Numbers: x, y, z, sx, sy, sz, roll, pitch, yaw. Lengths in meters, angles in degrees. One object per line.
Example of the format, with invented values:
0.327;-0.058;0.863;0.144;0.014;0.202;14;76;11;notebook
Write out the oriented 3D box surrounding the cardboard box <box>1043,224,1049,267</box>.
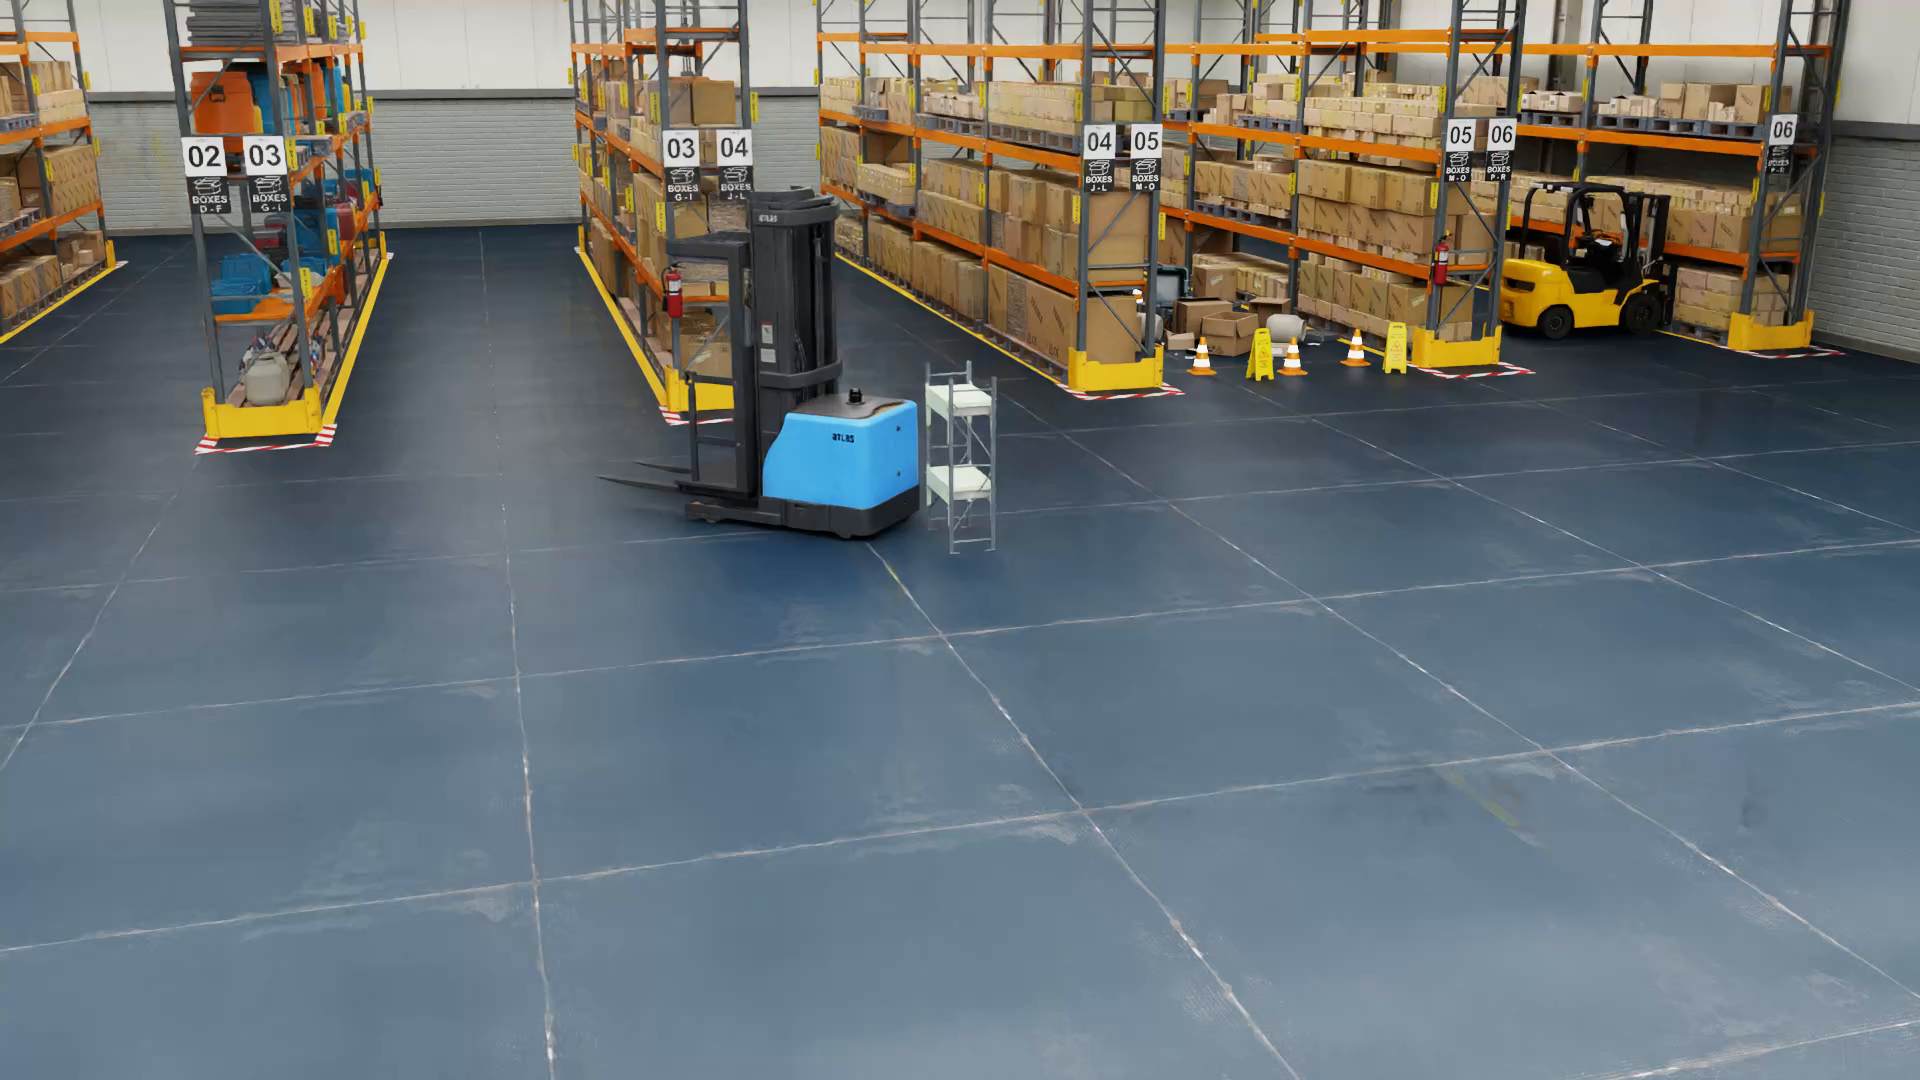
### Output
1.588;-3.852;21.800;0.875;0.550;0.550;-5;17;-15;cardboard box

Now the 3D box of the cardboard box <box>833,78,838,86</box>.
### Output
-2.311;-9.115;33.069;0.380;0.149;0.250;-4;17;-14;cardboard box

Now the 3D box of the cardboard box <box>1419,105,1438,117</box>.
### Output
6.260;-5.628;21.810;0.380;0.149;0.250;-4;17;-14;cardboard box

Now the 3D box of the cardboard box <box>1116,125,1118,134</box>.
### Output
2.082;-5.122;20.607;0.380;0.149;0.250;-5;17;-15;cardboard box

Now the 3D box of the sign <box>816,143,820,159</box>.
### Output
-2.980;-8.163;34.909;0.100;0.325;0.005;-5;17;-15;sign

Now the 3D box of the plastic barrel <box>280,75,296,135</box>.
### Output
-9.427;-5.878;22.722;0.600;0.901;0.708;-5;17;-15;plastic barrel

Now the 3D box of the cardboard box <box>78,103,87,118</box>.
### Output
-16.386;-7.889;30.546;0.500;0.250;0.500;-5;17;-15;cardboard box

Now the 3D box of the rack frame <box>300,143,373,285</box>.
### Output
-10.918;-5.929;28.977;1.000;3.000;0.127;-5;17;-15;rack frame

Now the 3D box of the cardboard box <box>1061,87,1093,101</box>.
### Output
1.453;-5.448;20.309;0.380;0.149;0.250;-5;17;-15;cardboard box

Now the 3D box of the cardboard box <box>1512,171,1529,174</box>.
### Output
9.851;-6.395;29.226;0.380;0.149;0.250;-5;17;-16;cardboard box

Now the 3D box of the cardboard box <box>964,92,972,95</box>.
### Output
0.316;-6.956;26.432;0.500;0.311;0.500;-5;17;-15;cardboard box

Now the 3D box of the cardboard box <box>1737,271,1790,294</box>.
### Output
11.492;-3.689;23.832;0.500;0.250;0.500;-5;17;-16;cardboard box

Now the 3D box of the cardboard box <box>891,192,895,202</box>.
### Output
-0.975;-5.899;28.584;0.380;0.149;0.250;-4;17;-14;cardboard box

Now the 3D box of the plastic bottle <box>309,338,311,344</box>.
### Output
-8.404;-2.492;21.373;0.144;0.351;0.185;-5;17;-15;plastic bottle

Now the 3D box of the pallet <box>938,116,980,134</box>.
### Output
0.279;-6.442;25.797;1.003;0.211;1.213;-4;17;-13;pallet

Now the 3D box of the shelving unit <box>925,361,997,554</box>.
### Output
0.002;-0.716;14.230;0.431;1.500;0.755;-5;17;-15;shelving unit

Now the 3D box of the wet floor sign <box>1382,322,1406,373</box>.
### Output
5.694;-2.520;21.721;0.267;0.644;0.232;1;17;4;wet floor sign

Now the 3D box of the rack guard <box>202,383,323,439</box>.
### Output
-7.686;-1.430;18.344;1.175;0.500;0.348;-5;17;-15;rack guard

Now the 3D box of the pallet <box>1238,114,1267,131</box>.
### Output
5.216;-6.704;26.668;1.213;0.211;1.003;-5;17;-15;pallet

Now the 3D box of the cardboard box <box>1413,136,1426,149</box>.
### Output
6.204;-5.244;21.918;0.380;0.149;0.250;-5;17;-15;cardboard box

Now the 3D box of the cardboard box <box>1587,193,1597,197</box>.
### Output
10.178;-5.534;26.361;0.380;0.149;0.250;-5;17;-16;cardboard box

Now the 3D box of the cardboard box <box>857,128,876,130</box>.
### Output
-1.802;-8.070;33.676;0.500;0.500;0.500;-4;17;-12;cardboard box

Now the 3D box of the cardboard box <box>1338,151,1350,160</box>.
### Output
8.062;-7.595;33.619;0.700;0.500;0.500;-4;17;-14;cardboard box

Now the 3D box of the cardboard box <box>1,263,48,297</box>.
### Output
-15.005;-4.162;26.674;0.500;0.500;0.500;-4;17;-15;cardboard box

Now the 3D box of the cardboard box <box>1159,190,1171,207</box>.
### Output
3.928;-6.185;30.090;0.500;0.250;0.500;-4;17;-14;cardboard box

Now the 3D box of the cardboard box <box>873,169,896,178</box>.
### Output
-1.336;-6.548;29.709;0.380;0.149;0.250;-4;17;-13;cardboard box

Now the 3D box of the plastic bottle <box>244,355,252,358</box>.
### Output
-8.627;-2.100;20.198;0.152;0.276;0.135;-5;17;-17;plastic bottle

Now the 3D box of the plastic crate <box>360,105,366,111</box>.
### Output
-11.472;-8.120;31.426;0.450;0.188;0.336;-5;17;-15;plastic crate

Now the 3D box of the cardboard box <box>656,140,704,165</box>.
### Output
-3.235;-4.479;19.197;0.500;0.250;0.500;-4;17;-14;cardboard box

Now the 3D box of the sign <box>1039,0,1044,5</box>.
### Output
1.738;-11.565;35.411;0.100;0.325;0.005;-5;17;-15;sign

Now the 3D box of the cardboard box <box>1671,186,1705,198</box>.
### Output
10.694;-5.107;24.421;0.380;0.149;0.250;-4;17;-14;cardboard box

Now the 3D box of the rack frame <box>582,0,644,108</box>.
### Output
-6.156;-9.194;29.417;1.000;3.000;0.127;-5;17;-15;rack frame

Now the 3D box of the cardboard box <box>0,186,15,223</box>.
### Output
-14.931;-5.115;25.361;0.700;0.500;0.500;-1;17;-5;cardboard box

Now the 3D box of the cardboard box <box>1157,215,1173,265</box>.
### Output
4.121;-5.626;30.931;0.875;0.875;0.875;-4;17;-15;cardboard box

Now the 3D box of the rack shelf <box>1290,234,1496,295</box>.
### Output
6.121;-3.994;23.784;1.077;0.370;4.000;-5;17;-15;rack shelf

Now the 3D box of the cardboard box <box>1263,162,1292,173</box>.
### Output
5.025;-5.893;26.308;0.380;0.149;0.250;-5;17;-17;cardboard box

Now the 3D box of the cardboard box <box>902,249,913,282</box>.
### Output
-0.692;-4.744;28.646;0.500;0.500;0.500;-5;17;-16;cardboard box

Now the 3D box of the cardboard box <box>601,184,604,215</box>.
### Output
-5.846;-5.802;28.378;0.500;0.500;0.500;-4;17;-14;cardboard box

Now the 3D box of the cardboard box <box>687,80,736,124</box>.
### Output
-3.006;-5.300;20.108;0.500;0.500;0.500;-5;17;-15;cardboard box

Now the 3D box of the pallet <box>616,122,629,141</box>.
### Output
-4.312;-5.920;24.060;1.213;0.211;1.003;-5;17;-15;pallet

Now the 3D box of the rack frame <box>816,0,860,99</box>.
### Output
-2.458;-10.665;34.313;1.000;3.000;0.127;-5;17;-15;rack frame

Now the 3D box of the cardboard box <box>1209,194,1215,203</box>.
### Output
4.459;-5.814;28.299;0.380;0.149;0.250;-6;18;-19;cardboard box

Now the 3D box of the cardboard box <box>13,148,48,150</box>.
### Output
-16.629;-6.745;29.782;0.500;0.500;0.500;-4;17;-14;cardboard box

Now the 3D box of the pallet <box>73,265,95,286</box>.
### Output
-16.208;-4.731;29.836;1.003;0.211;1.213;-5;17;-15;pallet

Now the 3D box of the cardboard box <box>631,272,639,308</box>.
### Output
-4.688;-3.892;25.774;0.700;0.500;0.500;-6;18;-20;cardboard box

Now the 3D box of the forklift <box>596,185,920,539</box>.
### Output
-1.922;-1.685;14.966;3.031;2.935;1.130;8;18;25;forklift

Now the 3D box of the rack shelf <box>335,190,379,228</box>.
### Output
-11.467;-6.138;30.922;1.077;0.370;4.000;-5;17;-15;rack shelf

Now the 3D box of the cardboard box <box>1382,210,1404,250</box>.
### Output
6.123;-4.243;22.671;0.500;0.500;0.500;-5;17;-15;cardboard box

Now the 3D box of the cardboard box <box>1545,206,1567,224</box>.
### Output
9.953;-5.332;27.248;0.500;0.250;0.500;-4;17;-14;cardboard box

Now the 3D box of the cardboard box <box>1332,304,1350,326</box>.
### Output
5.780;-3.298;24.266;0.500;0.250;0.500;-5;17;-16;cardboard box

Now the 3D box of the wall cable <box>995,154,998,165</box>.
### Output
0.701;-10.270;41.608;0.585;1.953;0.123;-5;17;-15;wall cable

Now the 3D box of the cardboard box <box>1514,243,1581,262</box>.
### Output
9.983;-4.707;28.307;0.875;0.625;0.625;-5;17;-16;cardboard box

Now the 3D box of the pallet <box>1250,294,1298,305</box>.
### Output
5.356;-3.771;26.640;1.003;0.211;1.213;-5;17;-15;pallet

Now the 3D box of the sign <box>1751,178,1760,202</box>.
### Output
10.917;-4.807;22.818;0.100;0.325;0.005;-5;17;-15;sign

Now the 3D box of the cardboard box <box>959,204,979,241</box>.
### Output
0.300;-4.783;24.987;0.500;0.500;0.500;-5;17;-16;cardboard box

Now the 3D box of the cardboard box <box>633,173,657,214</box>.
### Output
-4.078;-4.633;22.231;0.500;0.500;0.500;-5;17;-15;cardboard box

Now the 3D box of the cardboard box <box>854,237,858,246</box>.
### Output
-1.837;-5.799;32.252;0.380;0.149;0.250;-6;18;-18;cardboard box
